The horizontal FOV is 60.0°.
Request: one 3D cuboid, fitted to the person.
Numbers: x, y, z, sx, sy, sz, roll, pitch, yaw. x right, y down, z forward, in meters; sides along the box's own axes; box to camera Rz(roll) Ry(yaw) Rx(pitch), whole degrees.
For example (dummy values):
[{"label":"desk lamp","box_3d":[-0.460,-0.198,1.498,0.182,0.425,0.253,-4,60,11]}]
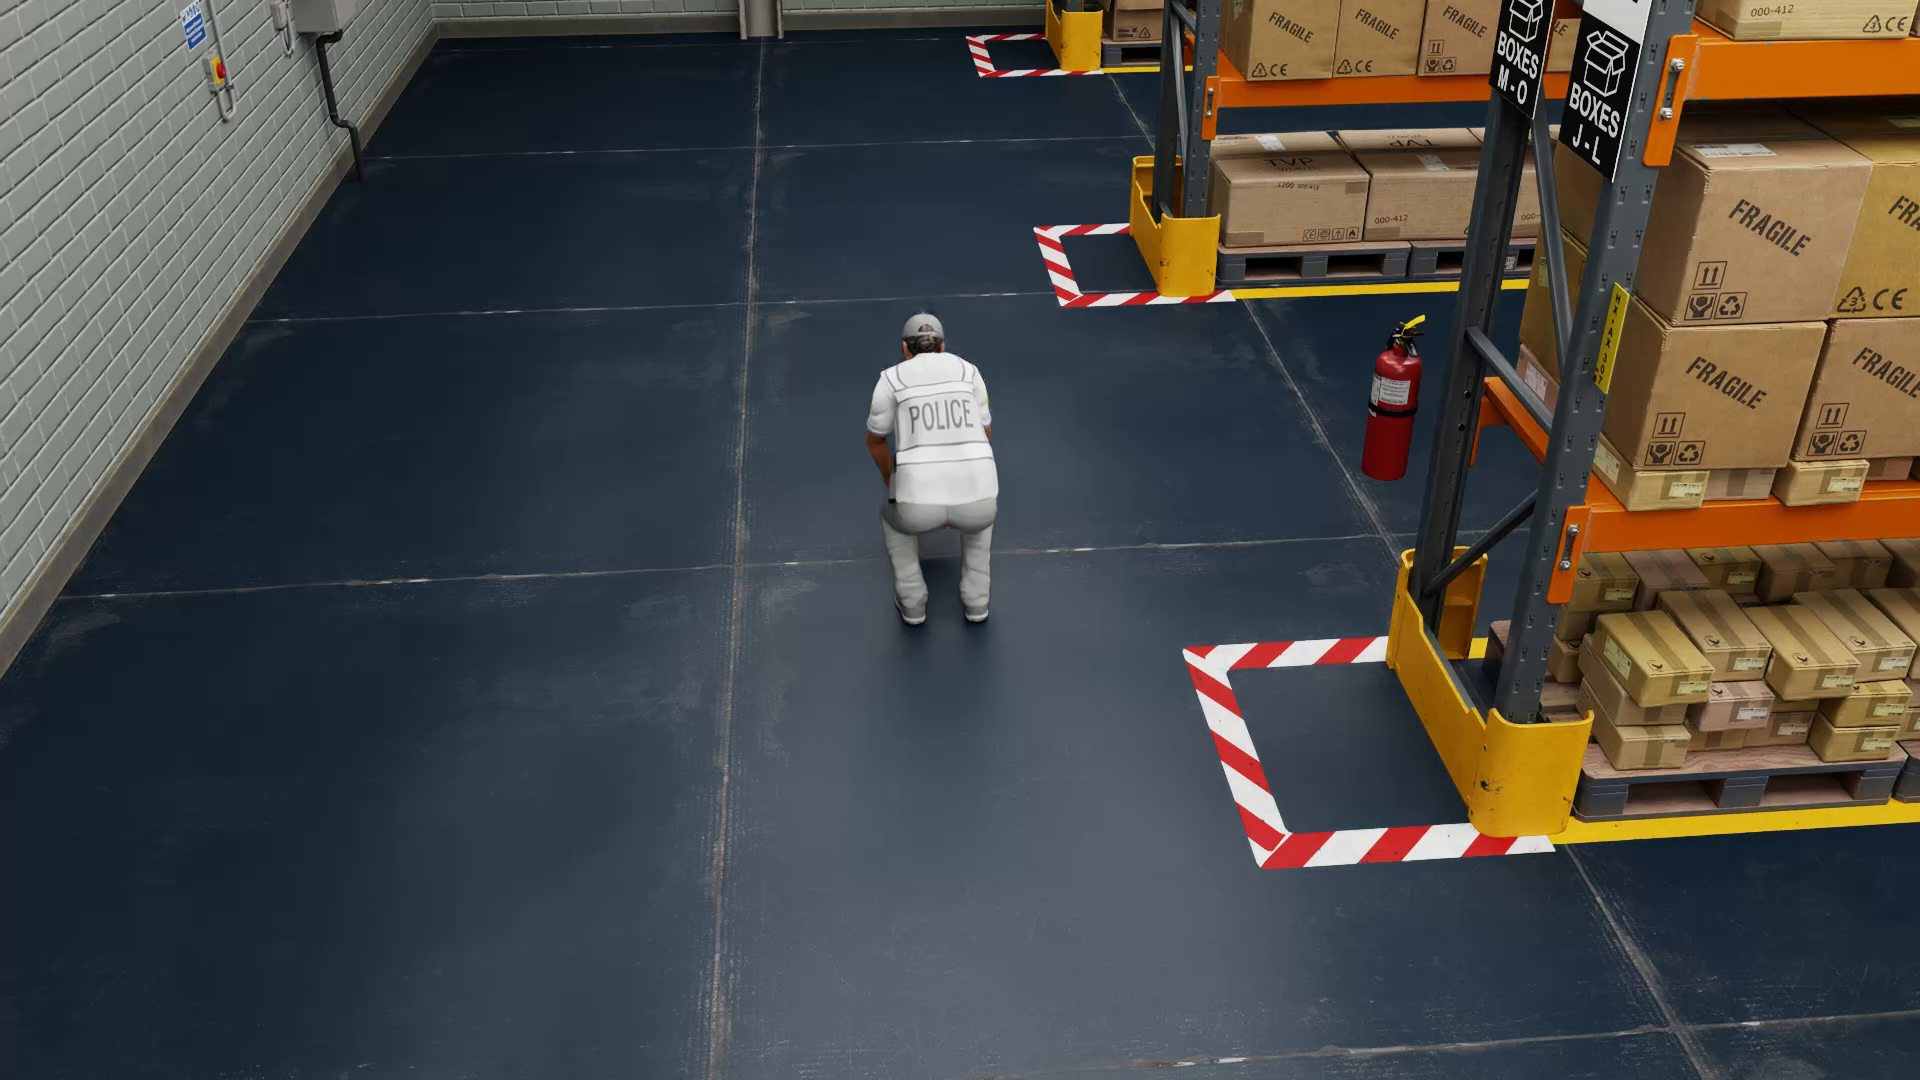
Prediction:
[{"label":"person","box_3d":[-0.117,-0.265,6.984,0.541,1.239,0.794,-3,31,-4]}]
